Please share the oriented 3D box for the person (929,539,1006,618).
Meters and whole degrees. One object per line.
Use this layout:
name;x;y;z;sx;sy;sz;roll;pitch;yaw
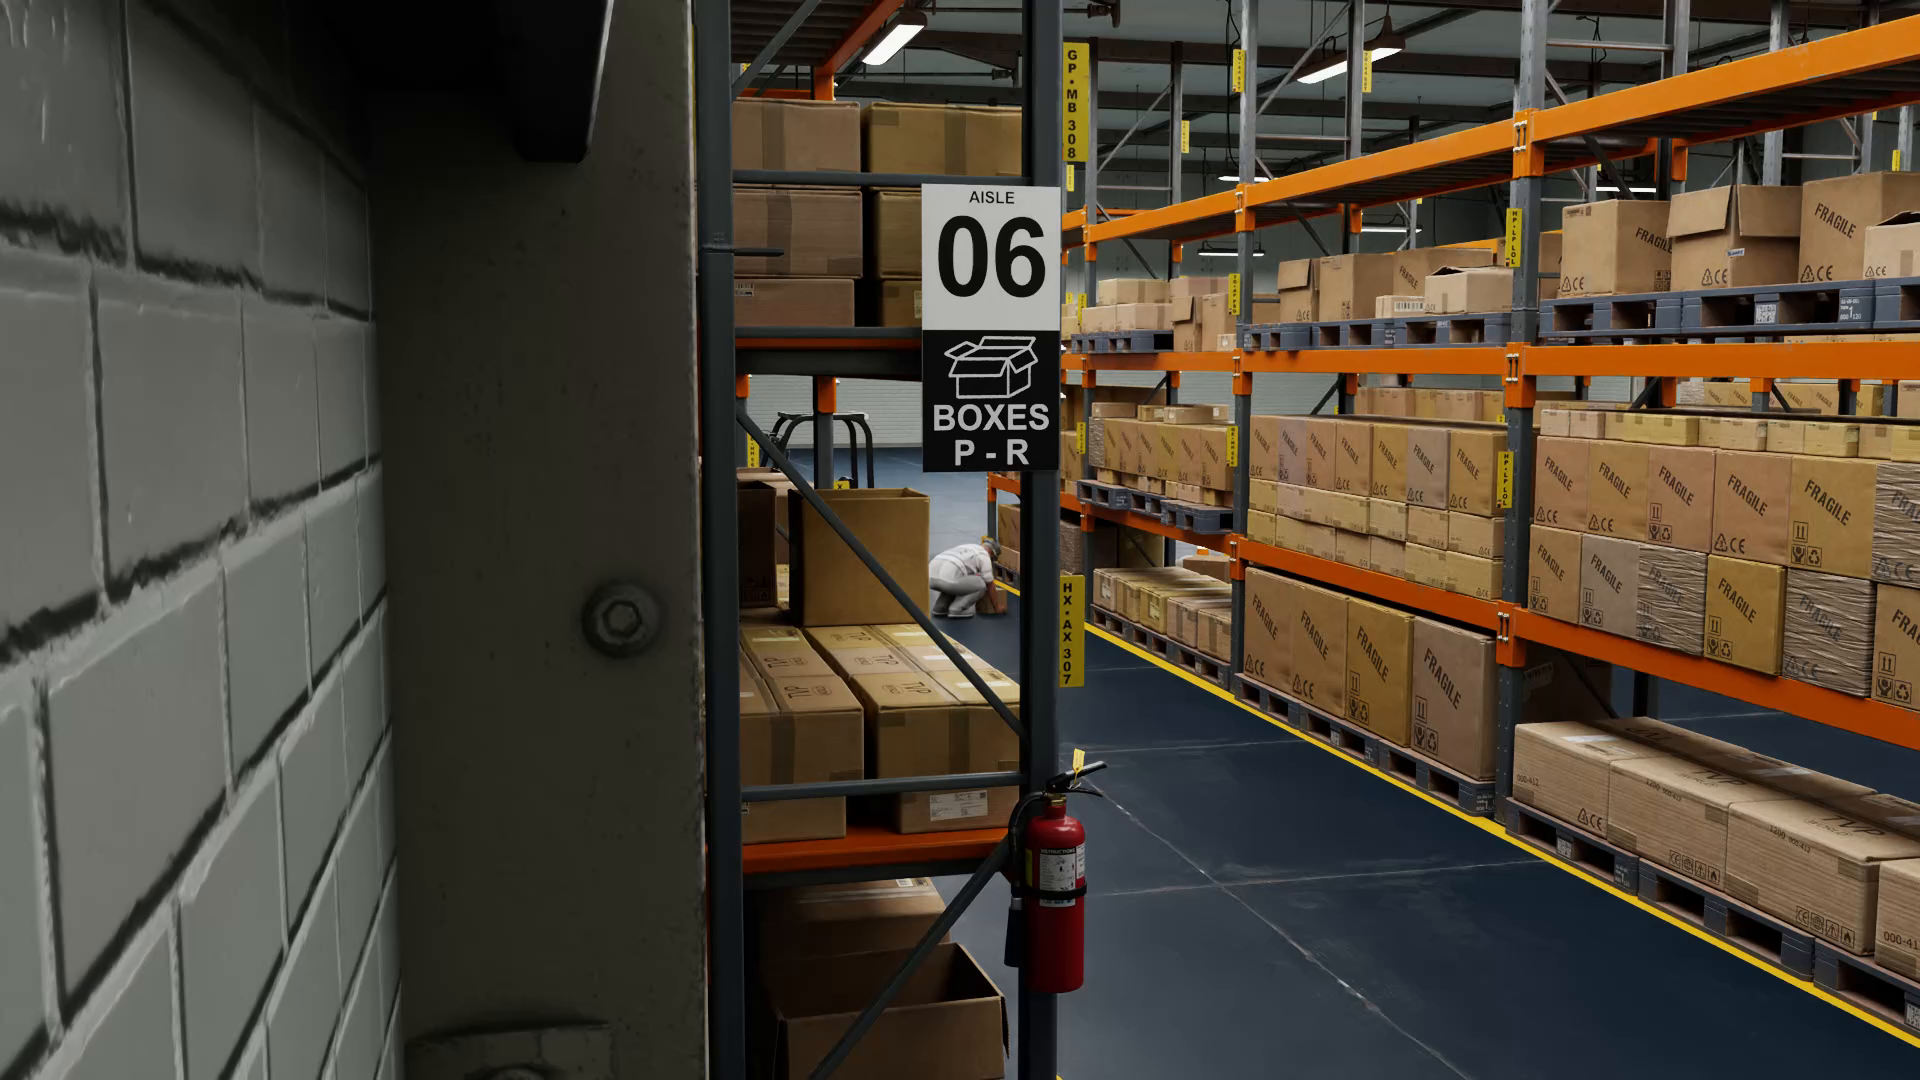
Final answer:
person;0.060;0.448;17.984;1.000;0.877;0.540;-5;8;-39
